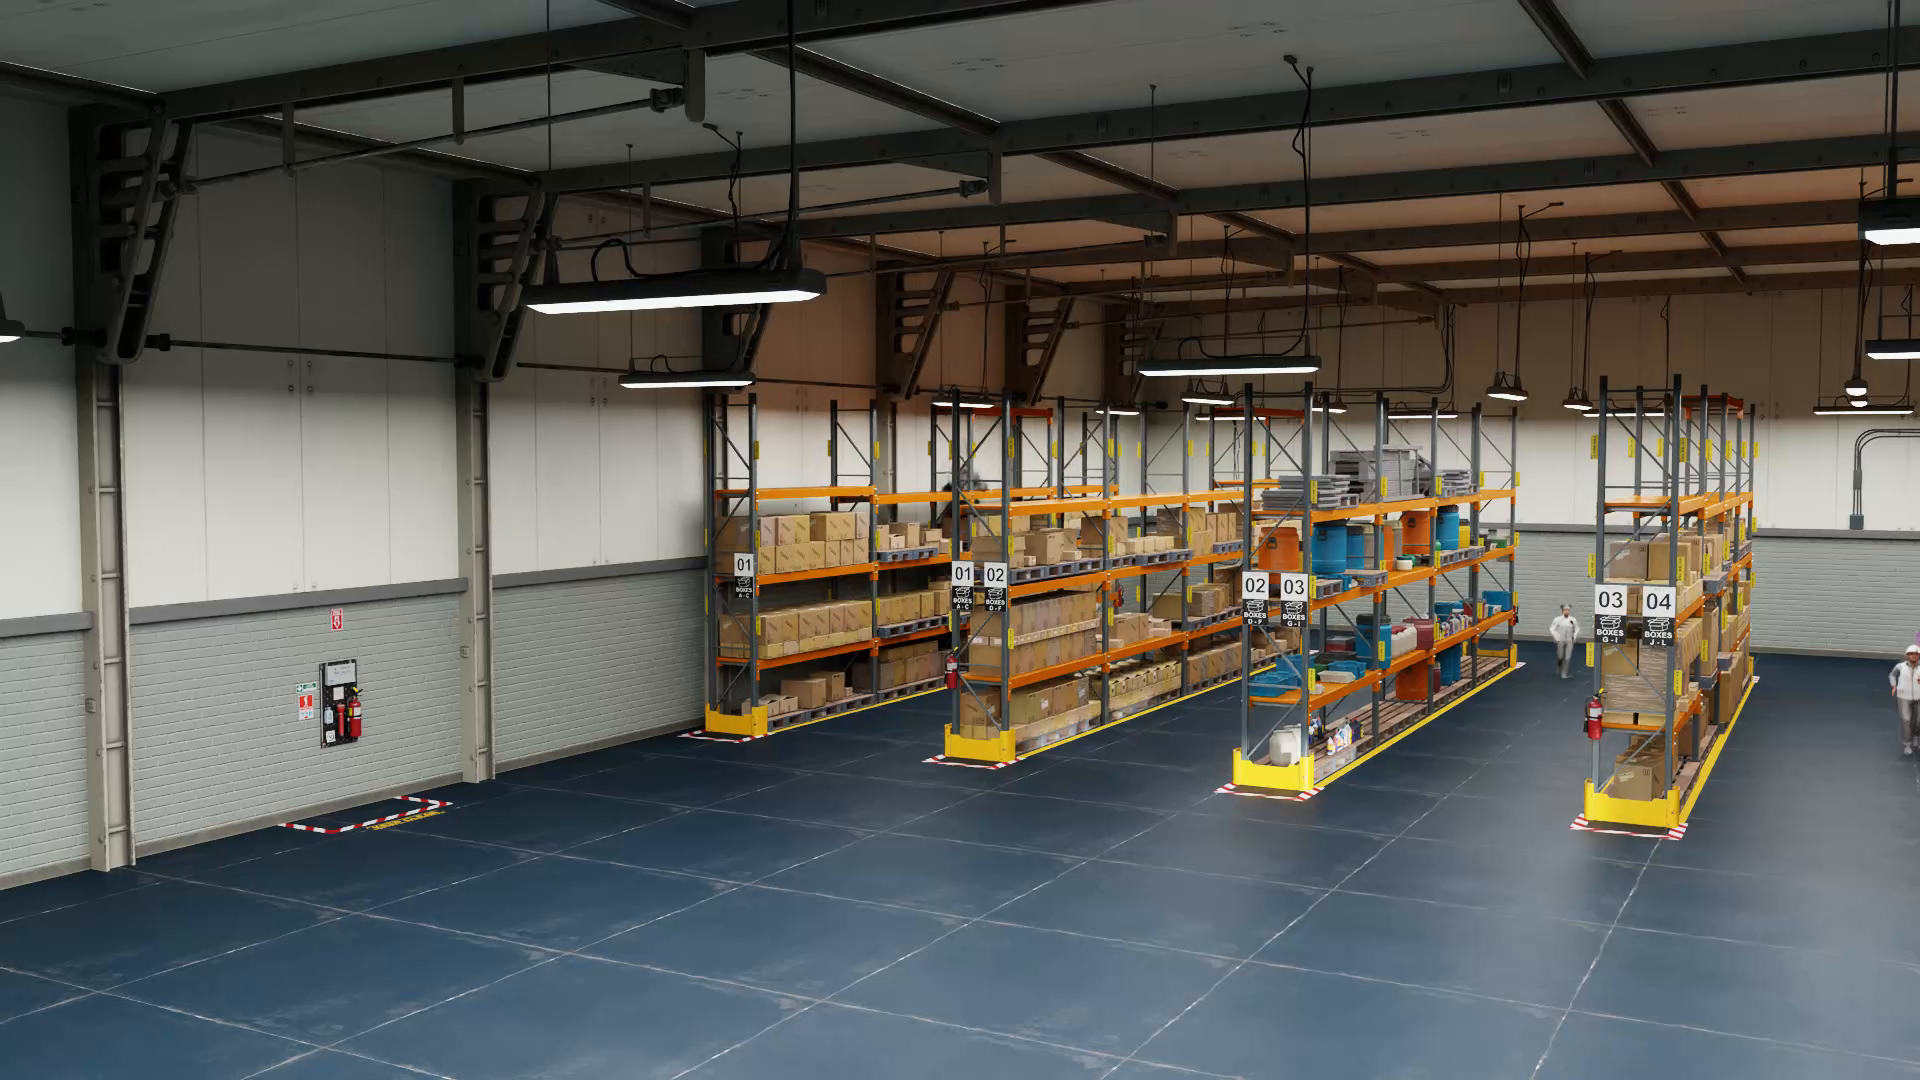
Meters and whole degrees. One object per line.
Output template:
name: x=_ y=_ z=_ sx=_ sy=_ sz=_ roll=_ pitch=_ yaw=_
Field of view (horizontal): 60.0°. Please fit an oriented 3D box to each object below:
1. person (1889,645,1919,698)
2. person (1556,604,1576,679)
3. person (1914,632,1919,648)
person: x=15.674 y=2.177 z=27.343 sx=0.656 sy=0.884 sz=0.613 roll=1 pitch=3 yaw=25
person: x=13.234 y=2.209 z=36.367 sx=0.424 sy=1.651 sz=0.539 roll=1 pitch=3 yaw=13
person: x=20.482 y=2.361 z=35.401 sx=0.572 sy=1.509 sz=0.630 roll=1 pitch=3 yaw=17
